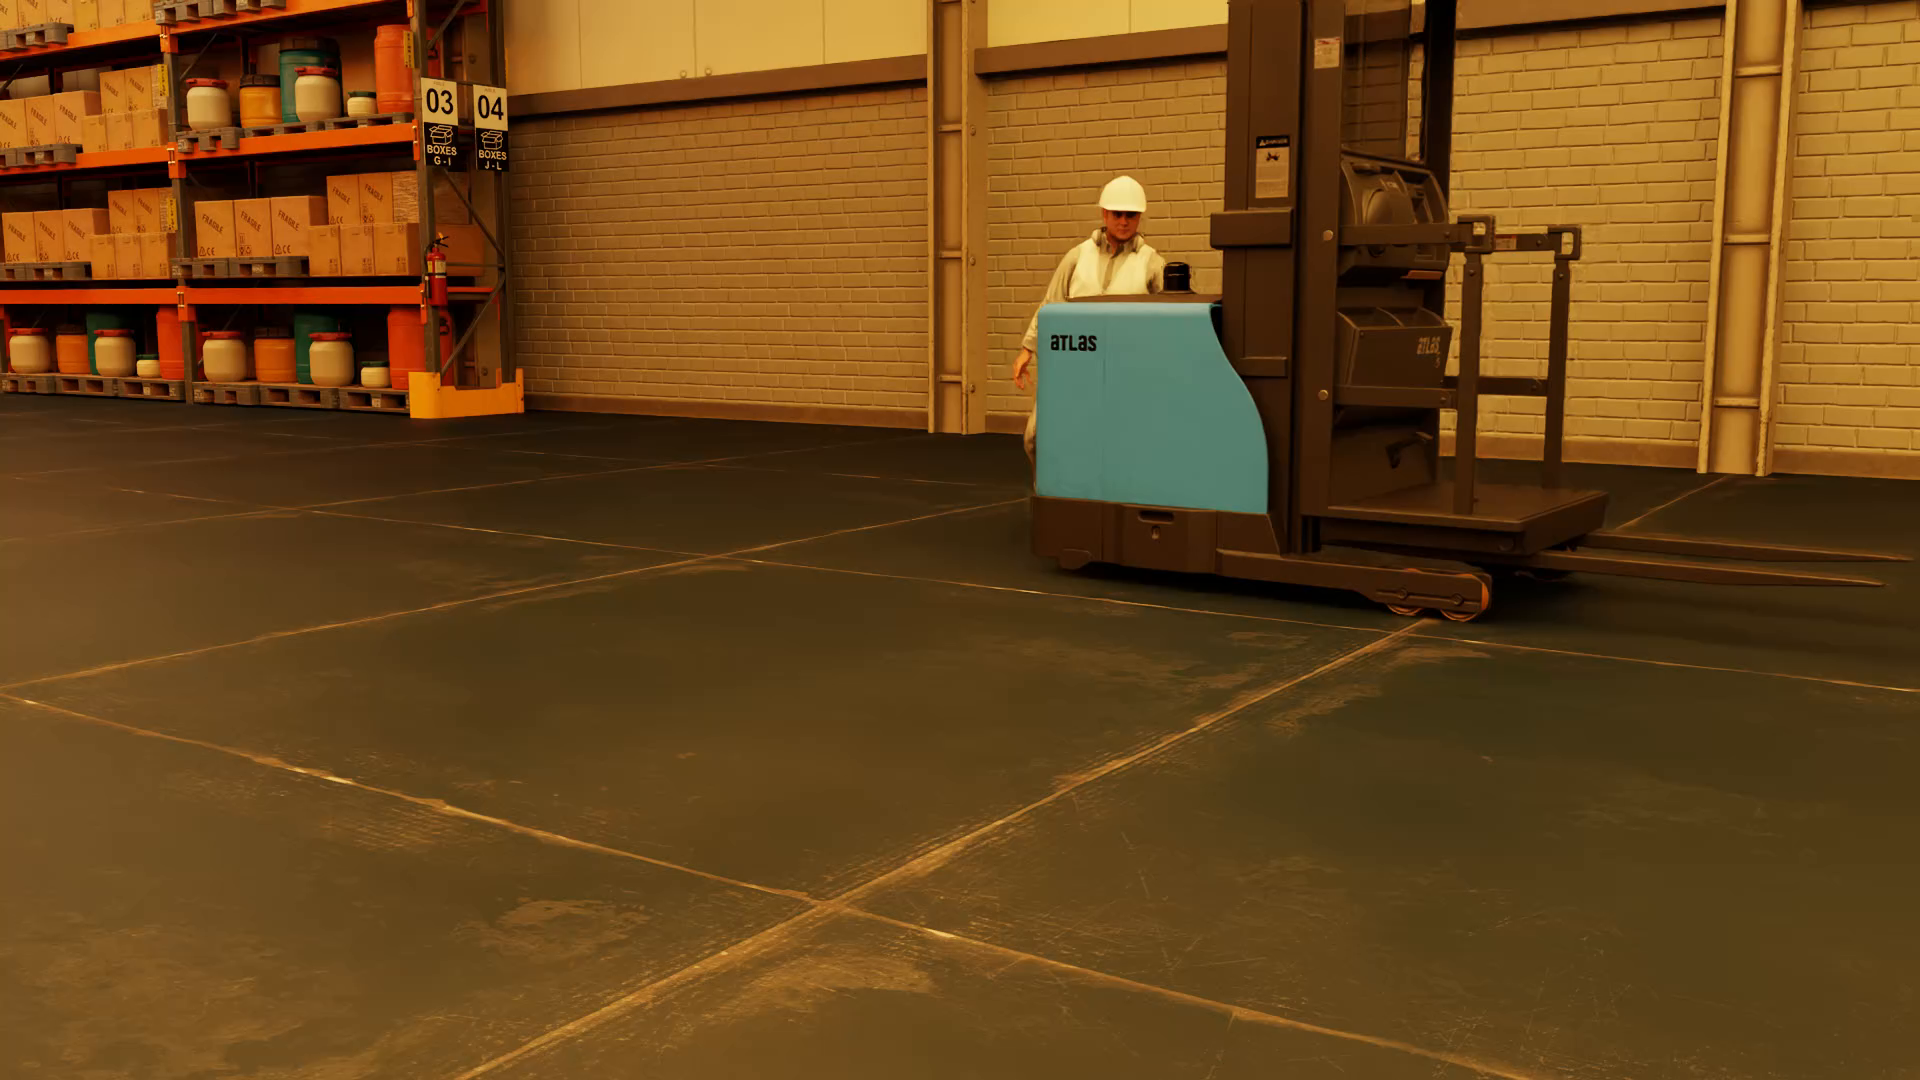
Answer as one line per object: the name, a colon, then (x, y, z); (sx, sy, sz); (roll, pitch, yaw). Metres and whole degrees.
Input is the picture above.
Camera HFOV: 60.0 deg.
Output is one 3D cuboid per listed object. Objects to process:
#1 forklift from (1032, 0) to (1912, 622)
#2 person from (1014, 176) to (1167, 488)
forklift: (1.780, -1.257, 6.032); (3.031, 2.935, 1.130); (6, 10, 36)
person: (0.690, -0.849, 7.761); (0.916, 1.667, 0.594); (2, 8, 15)
